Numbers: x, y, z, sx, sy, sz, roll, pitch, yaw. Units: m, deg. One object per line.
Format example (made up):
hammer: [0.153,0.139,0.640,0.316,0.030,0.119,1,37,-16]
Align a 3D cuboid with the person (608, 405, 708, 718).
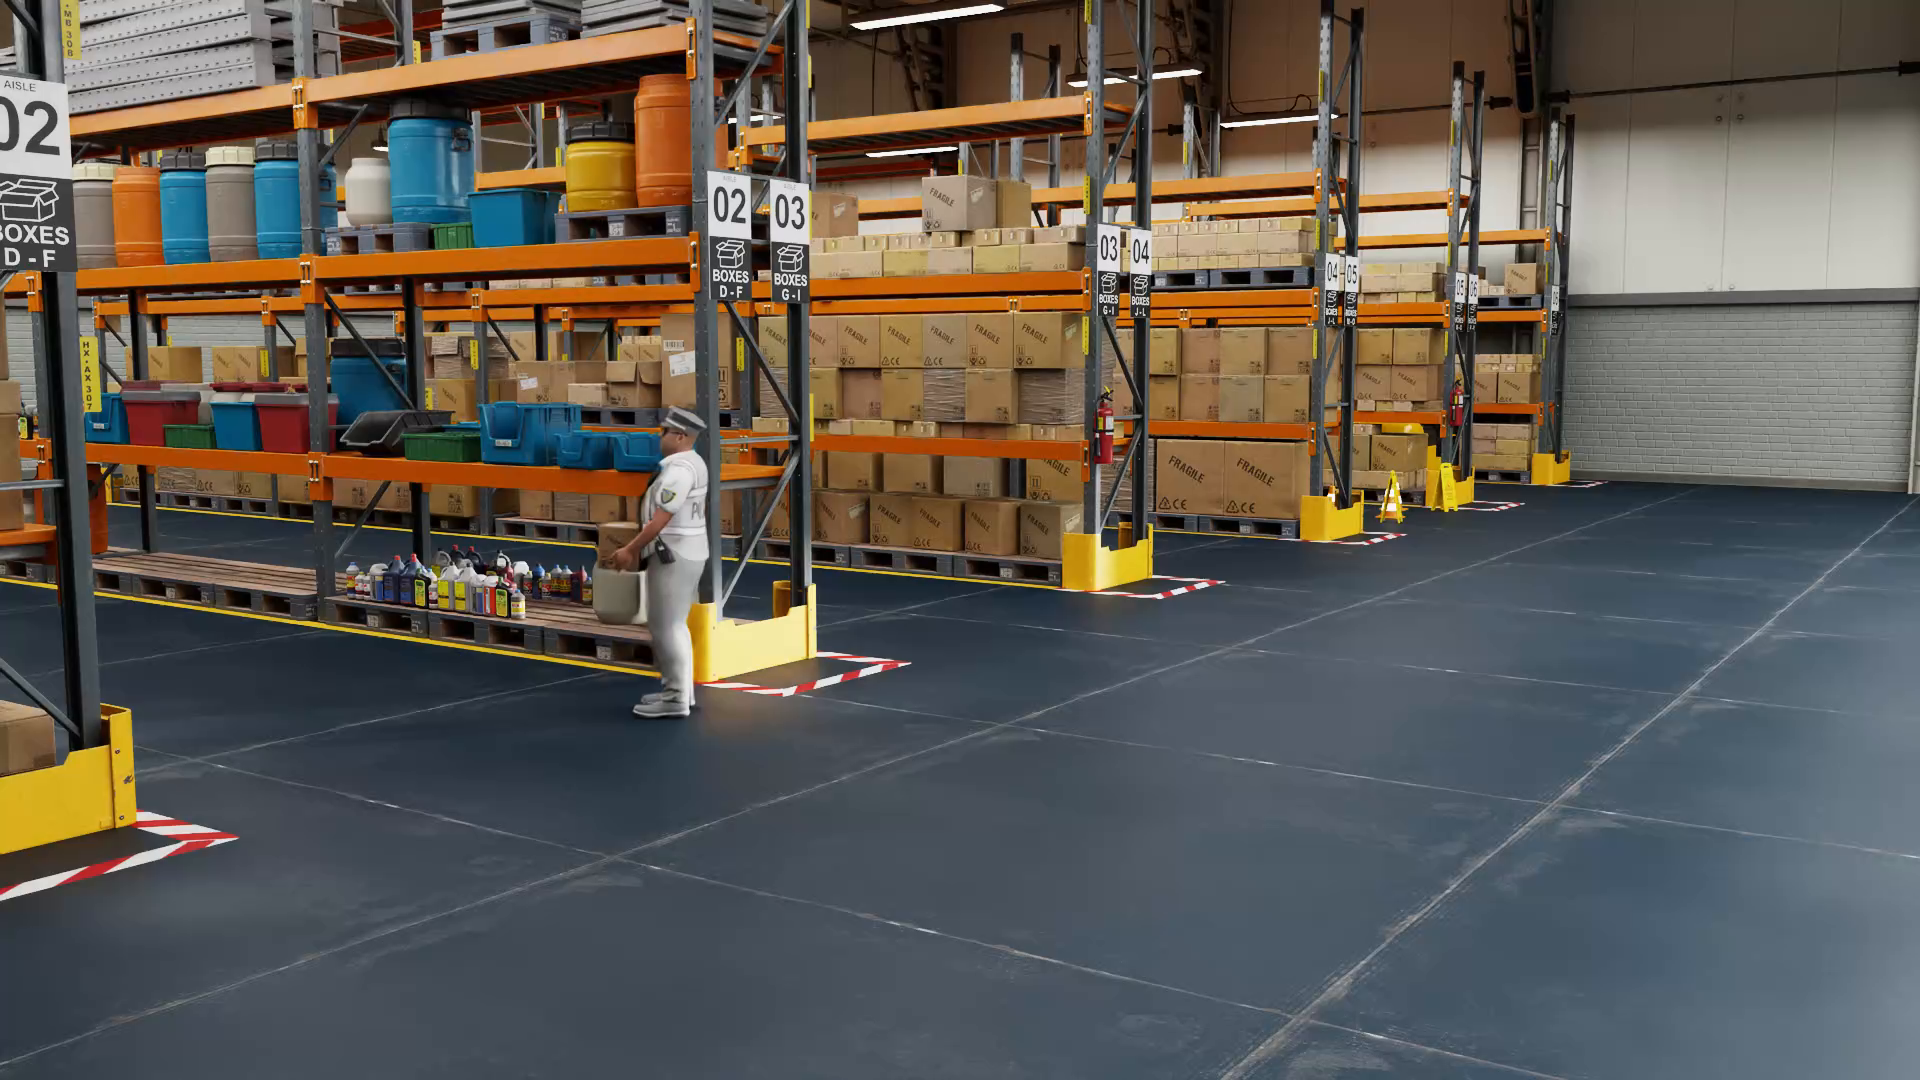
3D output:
person: [-1.717,0.116,9.548,0.552,1.778,0.529,0,6,-1]
